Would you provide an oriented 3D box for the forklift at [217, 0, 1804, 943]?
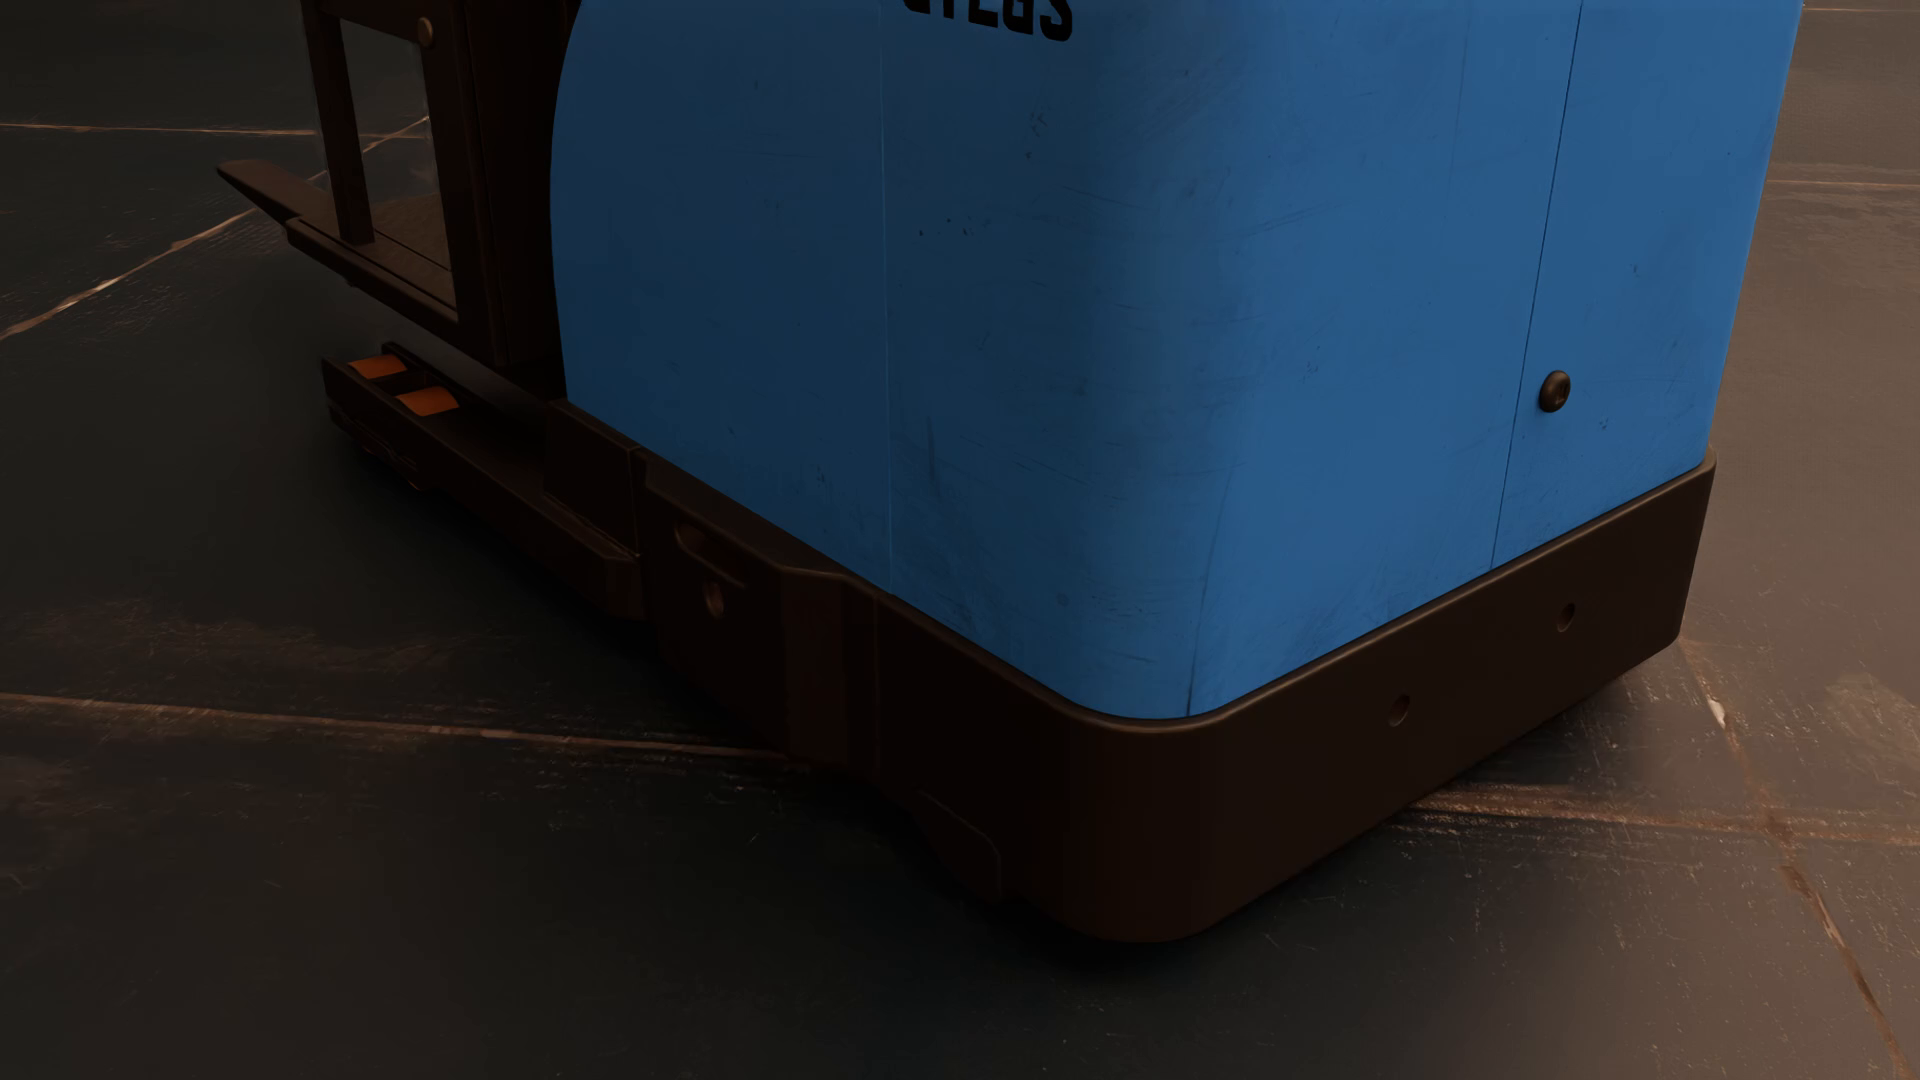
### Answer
[{"bbox_3d":[-0.408,-1.515,2.253,1.130,2.935,3.031,-20,33,-35],"label":"forklift"}]
